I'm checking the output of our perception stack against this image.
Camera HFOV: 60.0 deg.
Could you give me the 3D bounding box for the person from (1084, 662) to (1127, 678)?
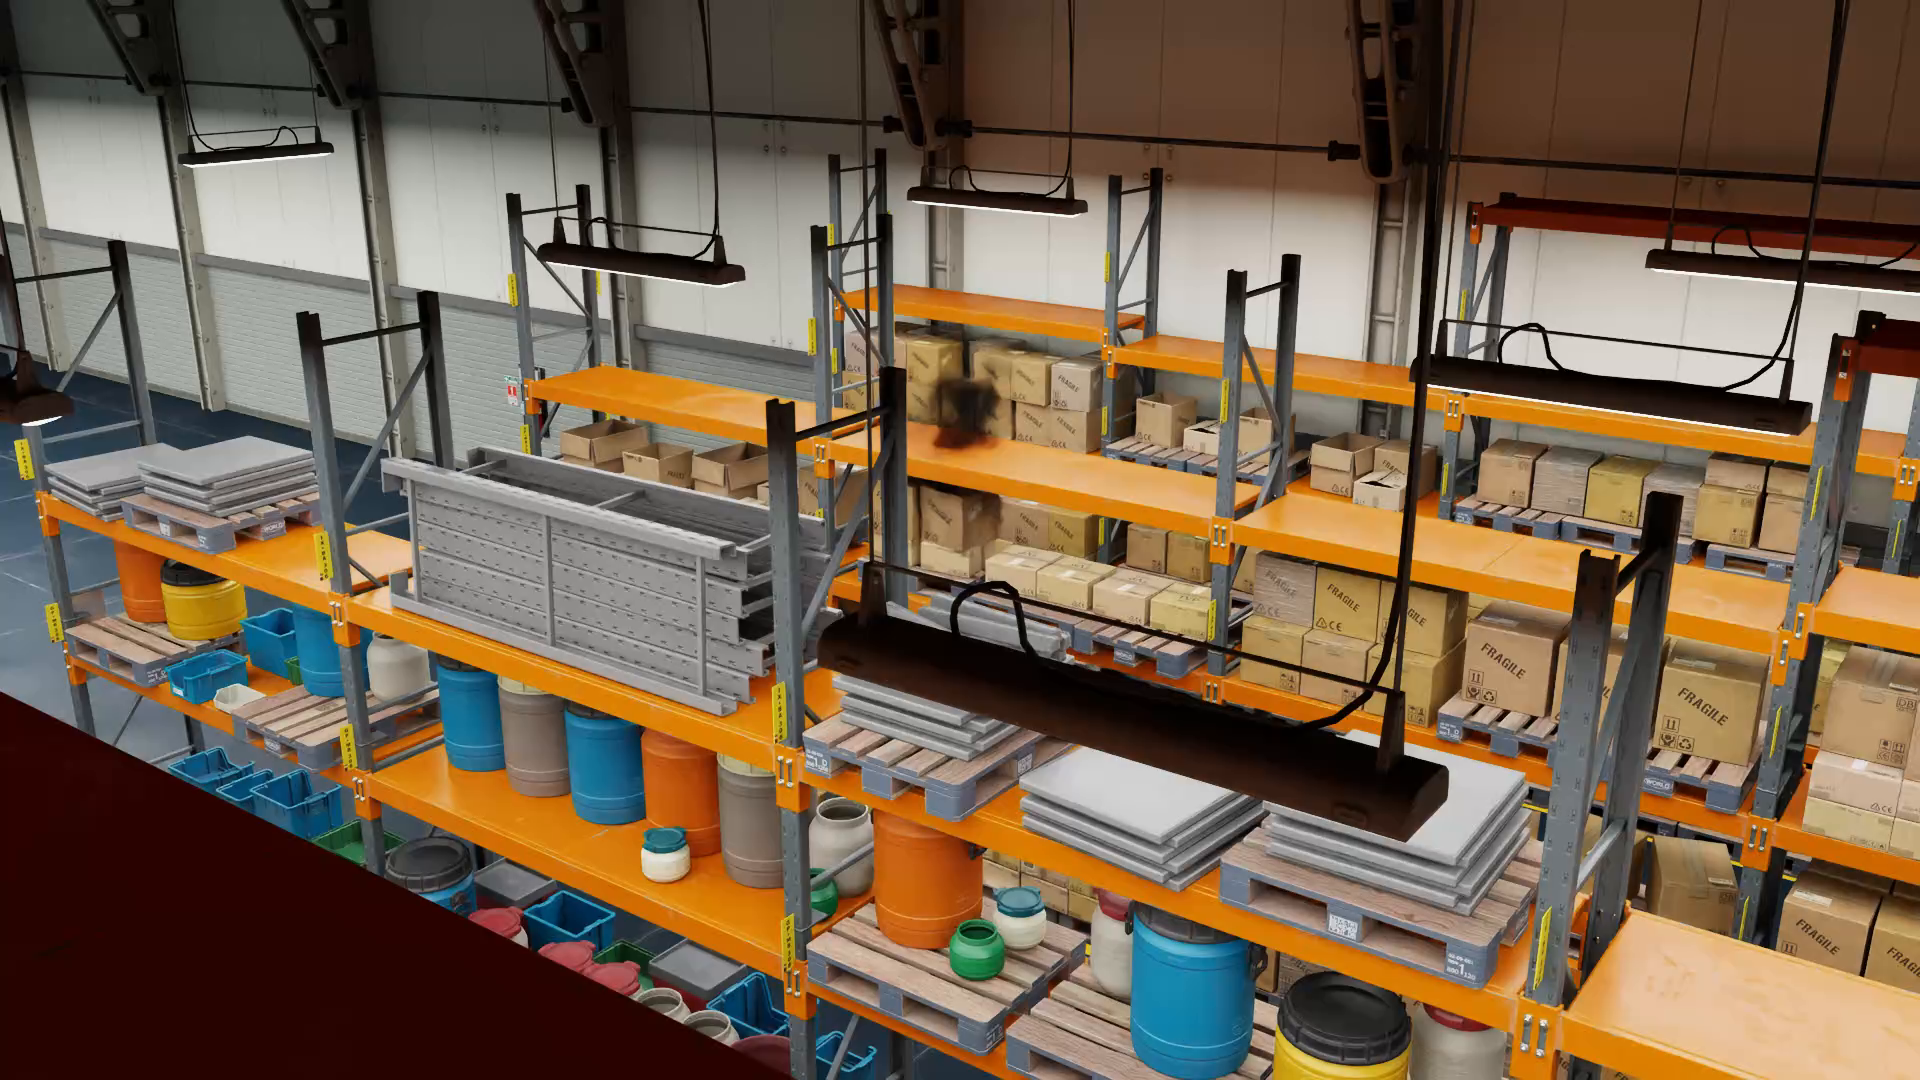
[{"bbox_3d":[1.550,1.687,17.370,0.774,1.774,0.675,14,23,36],"label":"person"}]
